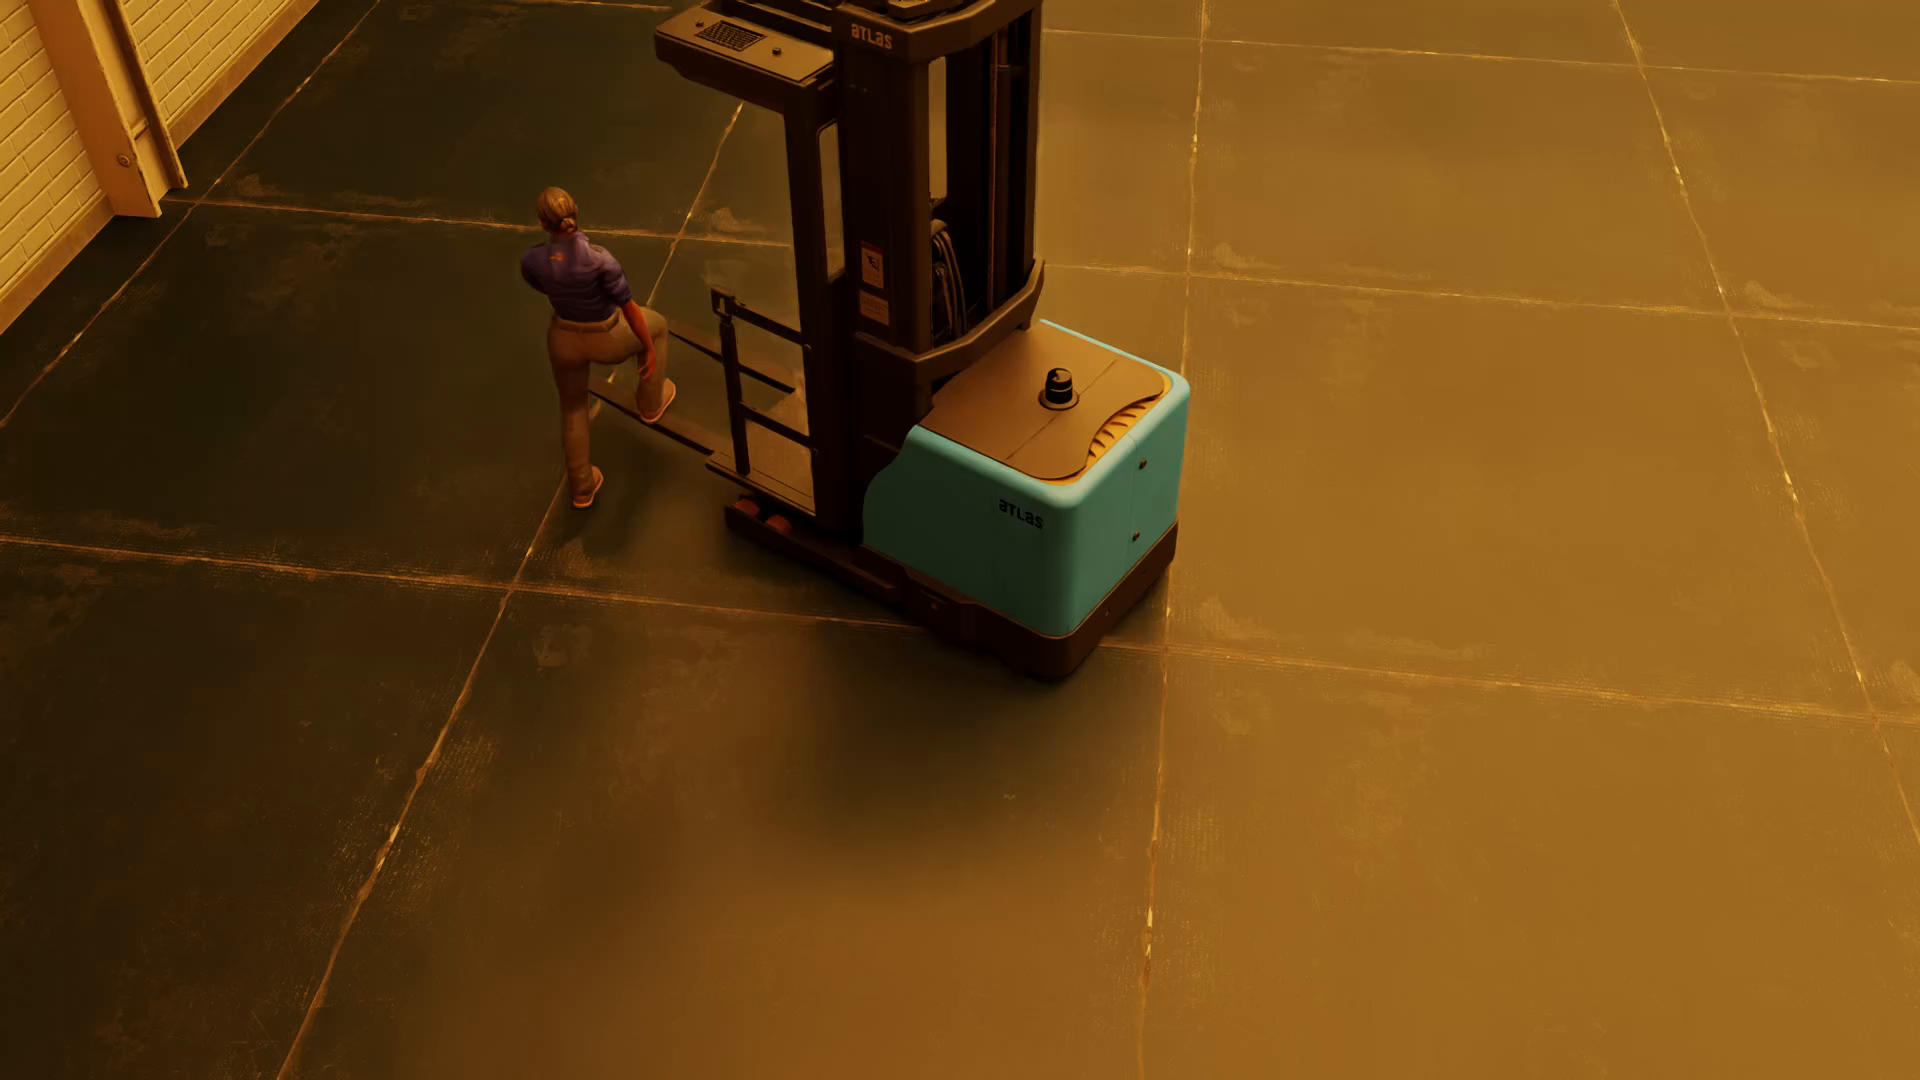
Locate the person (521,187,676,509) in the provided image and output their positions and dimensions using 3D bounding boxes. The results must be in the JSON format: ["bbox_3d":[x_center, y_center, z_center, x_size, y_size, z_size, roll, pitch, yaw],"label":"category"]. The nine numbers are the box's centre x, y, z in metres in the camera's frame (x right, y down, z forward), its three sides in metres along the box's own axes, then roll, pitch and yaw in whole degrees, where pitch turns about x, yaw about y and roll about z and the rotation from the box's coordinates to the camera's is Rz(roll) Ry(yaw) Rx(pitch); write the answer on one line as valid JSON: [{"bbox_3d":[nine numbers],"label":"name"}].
[{"bbox_3d":[-1.685,-0.962,7.757,0.571,1.611,0.694,2,43,2],"label":"person"}]

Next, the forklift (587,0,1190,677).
[{"bbox_3d":[-0.498,-1.294,7.133,3.031,2.935,1.130,26,49,26],"label":"forklift"}]
